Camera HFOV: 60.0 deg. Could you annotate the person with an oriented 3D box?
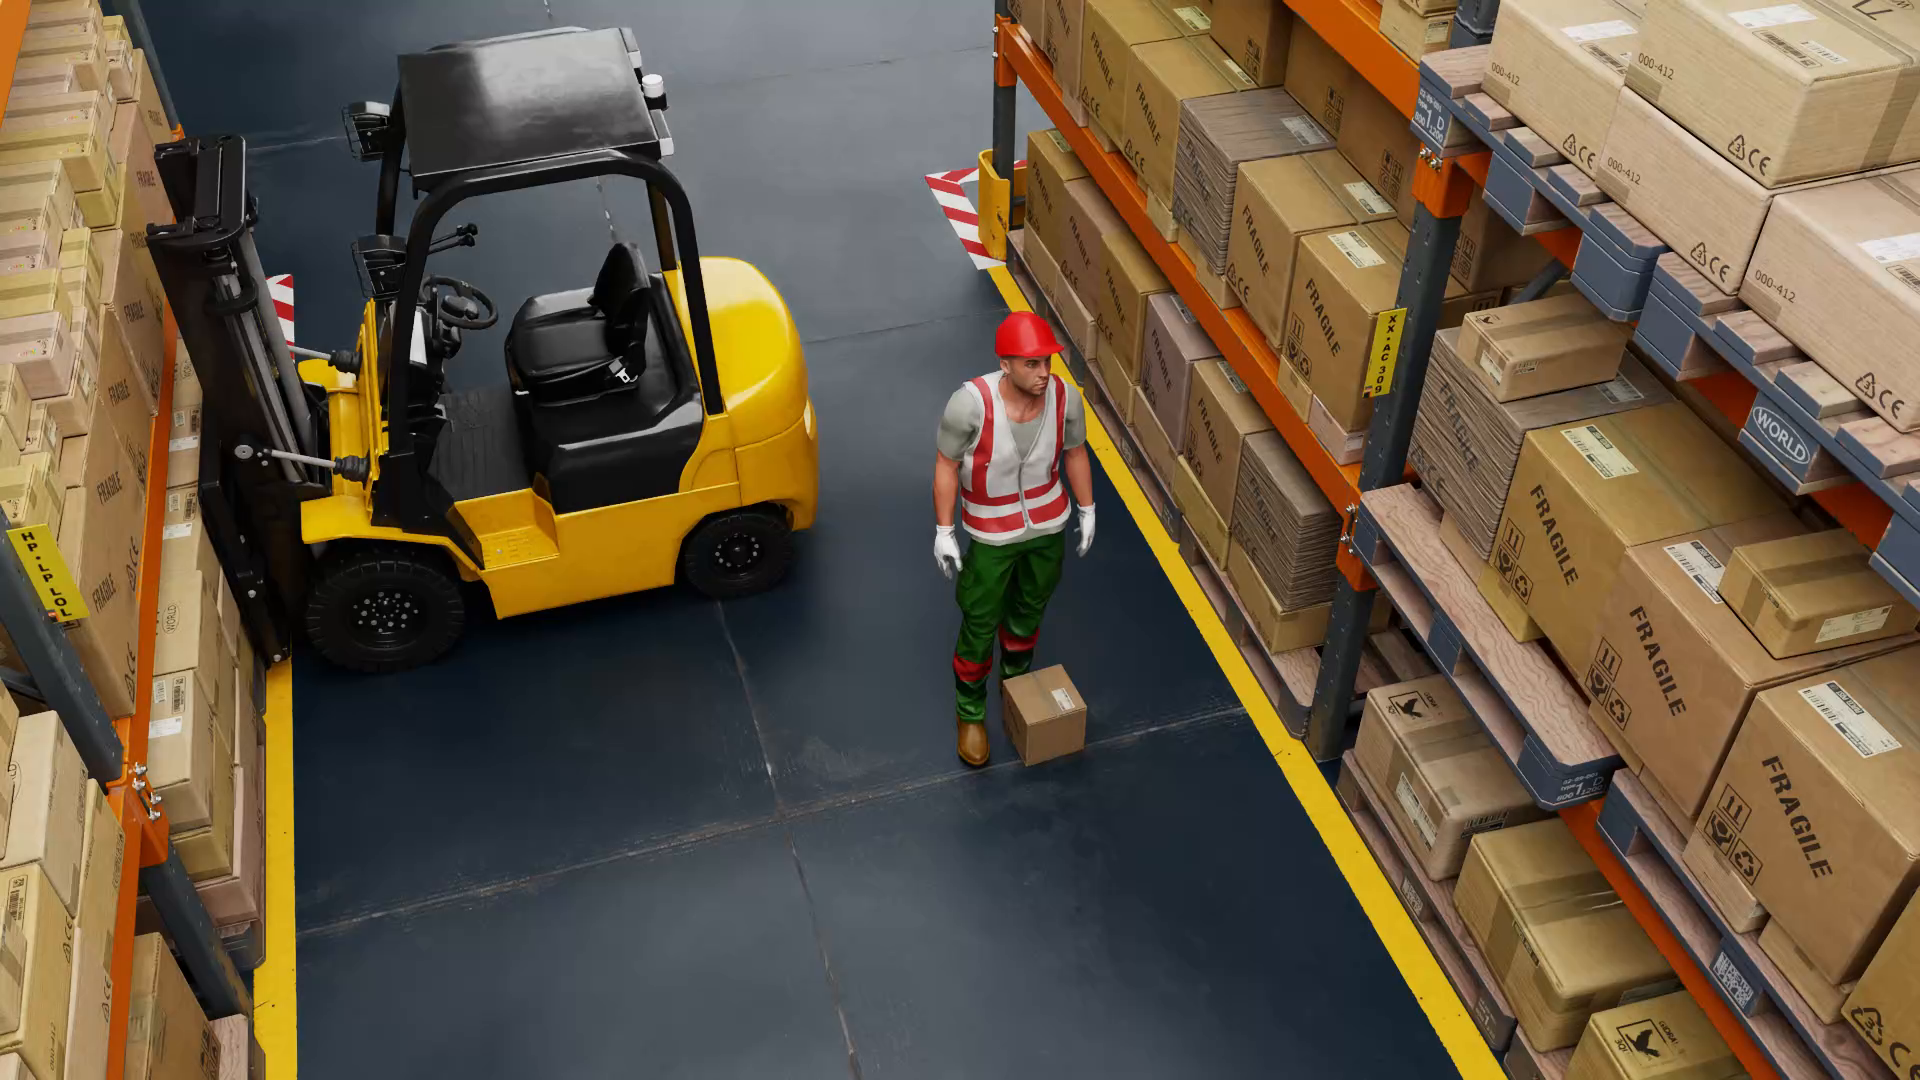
[{"bbox_3d":[0.222,-0.003,6.130,0.638,1.787,0.564,-13,43,-14],"label":"person"}]
